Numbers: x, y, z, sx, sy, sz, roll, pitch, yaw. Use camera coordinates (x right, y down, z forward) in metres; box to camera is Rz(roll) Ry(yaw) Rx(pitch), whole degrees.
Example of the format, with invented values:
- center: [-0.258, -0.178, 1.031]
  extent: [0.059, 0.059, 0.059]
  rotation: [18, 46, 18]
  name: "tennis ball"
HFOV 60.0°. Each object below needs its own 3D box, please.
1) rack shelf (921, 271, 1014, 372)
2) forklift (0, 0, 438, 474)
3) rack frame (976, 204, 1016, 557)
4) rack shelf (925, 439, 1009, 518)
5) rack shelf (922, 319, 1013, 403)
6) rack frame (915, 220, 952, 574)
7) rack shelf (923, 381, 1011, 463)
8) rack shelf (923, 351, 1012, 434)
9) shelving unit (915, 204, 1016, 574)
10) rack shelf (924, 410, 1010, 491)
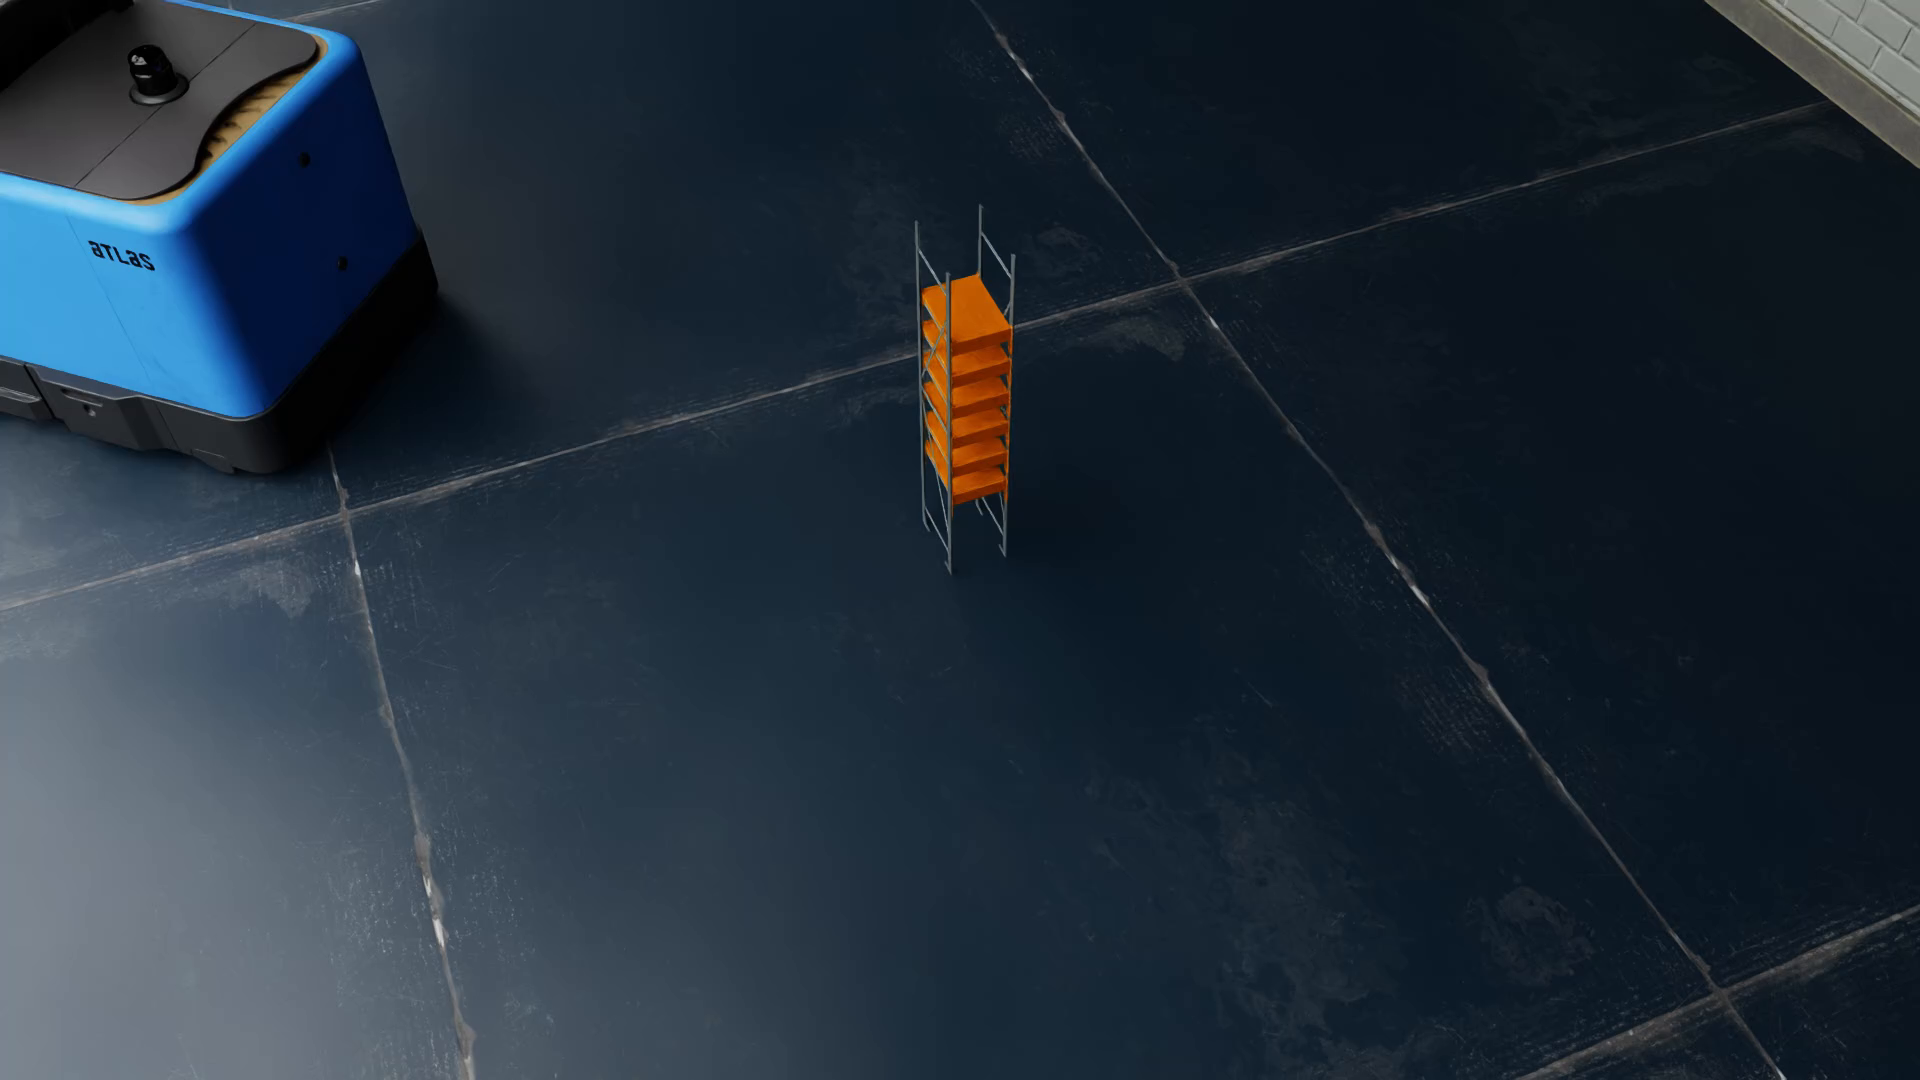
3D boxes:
- center: [0.013, -0.601, 4.559]
  extent: [0.180, 0.103, 0.258]
  rotation: [-17, 52, -14]
  name: "rack shelf"
- center: [-3.434, -1.849, 4.906]
  extent: [3.031, 2.935, 1.130]
  rotation: [15, 51, 12]
  name: "forklift"
- center: [0.098, -0.421, 4.821]
  extent: [0.006, 1.200, 0.240]
  rotation: [-17, 52, -14]
  name: "rack frame"
- center: [0.013, -0.210, 5.014]
  extent: [0.180, 0.103, 0.258]
  rotation: [-17, 52, -14]
  name: "rack shelf"
- center: [0.013, -0.522, 4.650]
  extent: [0.180, 0.103, 0.258]
  rotation: [-17, 52, -14]
  name: "rack shelf"
- center: [-0.071, -0.369, 4.776]
  extent: [0.006, 1.200, 0.240]
  rotation: [-17, 52, -14]
  name: "rack frame"
- center: [0.013, -0.366, 4.832]
  extent: [0.180, 0.103, 0.258]
  rotation: [-17, 52, -14]
  name: "rack shelf"
- center: [0.013, -0.444, 4.741]
  extent: [0.180, 0.103, 0.258]
  rotation: [-17, 52, -14]
  name: "rack shelf"
- center: [0.013, -0.395, 4.798]
  extent: [0.189, 1.200, 0.258]
  rotation: [-17, 52, -14]
  name: "shelving unit"
- center: [0.013, -0.288, 4.923]
  extent: [0.180, 0.103, 0.258]
  rotation: [-17, 52, -14]
  name: "rack shelf"
